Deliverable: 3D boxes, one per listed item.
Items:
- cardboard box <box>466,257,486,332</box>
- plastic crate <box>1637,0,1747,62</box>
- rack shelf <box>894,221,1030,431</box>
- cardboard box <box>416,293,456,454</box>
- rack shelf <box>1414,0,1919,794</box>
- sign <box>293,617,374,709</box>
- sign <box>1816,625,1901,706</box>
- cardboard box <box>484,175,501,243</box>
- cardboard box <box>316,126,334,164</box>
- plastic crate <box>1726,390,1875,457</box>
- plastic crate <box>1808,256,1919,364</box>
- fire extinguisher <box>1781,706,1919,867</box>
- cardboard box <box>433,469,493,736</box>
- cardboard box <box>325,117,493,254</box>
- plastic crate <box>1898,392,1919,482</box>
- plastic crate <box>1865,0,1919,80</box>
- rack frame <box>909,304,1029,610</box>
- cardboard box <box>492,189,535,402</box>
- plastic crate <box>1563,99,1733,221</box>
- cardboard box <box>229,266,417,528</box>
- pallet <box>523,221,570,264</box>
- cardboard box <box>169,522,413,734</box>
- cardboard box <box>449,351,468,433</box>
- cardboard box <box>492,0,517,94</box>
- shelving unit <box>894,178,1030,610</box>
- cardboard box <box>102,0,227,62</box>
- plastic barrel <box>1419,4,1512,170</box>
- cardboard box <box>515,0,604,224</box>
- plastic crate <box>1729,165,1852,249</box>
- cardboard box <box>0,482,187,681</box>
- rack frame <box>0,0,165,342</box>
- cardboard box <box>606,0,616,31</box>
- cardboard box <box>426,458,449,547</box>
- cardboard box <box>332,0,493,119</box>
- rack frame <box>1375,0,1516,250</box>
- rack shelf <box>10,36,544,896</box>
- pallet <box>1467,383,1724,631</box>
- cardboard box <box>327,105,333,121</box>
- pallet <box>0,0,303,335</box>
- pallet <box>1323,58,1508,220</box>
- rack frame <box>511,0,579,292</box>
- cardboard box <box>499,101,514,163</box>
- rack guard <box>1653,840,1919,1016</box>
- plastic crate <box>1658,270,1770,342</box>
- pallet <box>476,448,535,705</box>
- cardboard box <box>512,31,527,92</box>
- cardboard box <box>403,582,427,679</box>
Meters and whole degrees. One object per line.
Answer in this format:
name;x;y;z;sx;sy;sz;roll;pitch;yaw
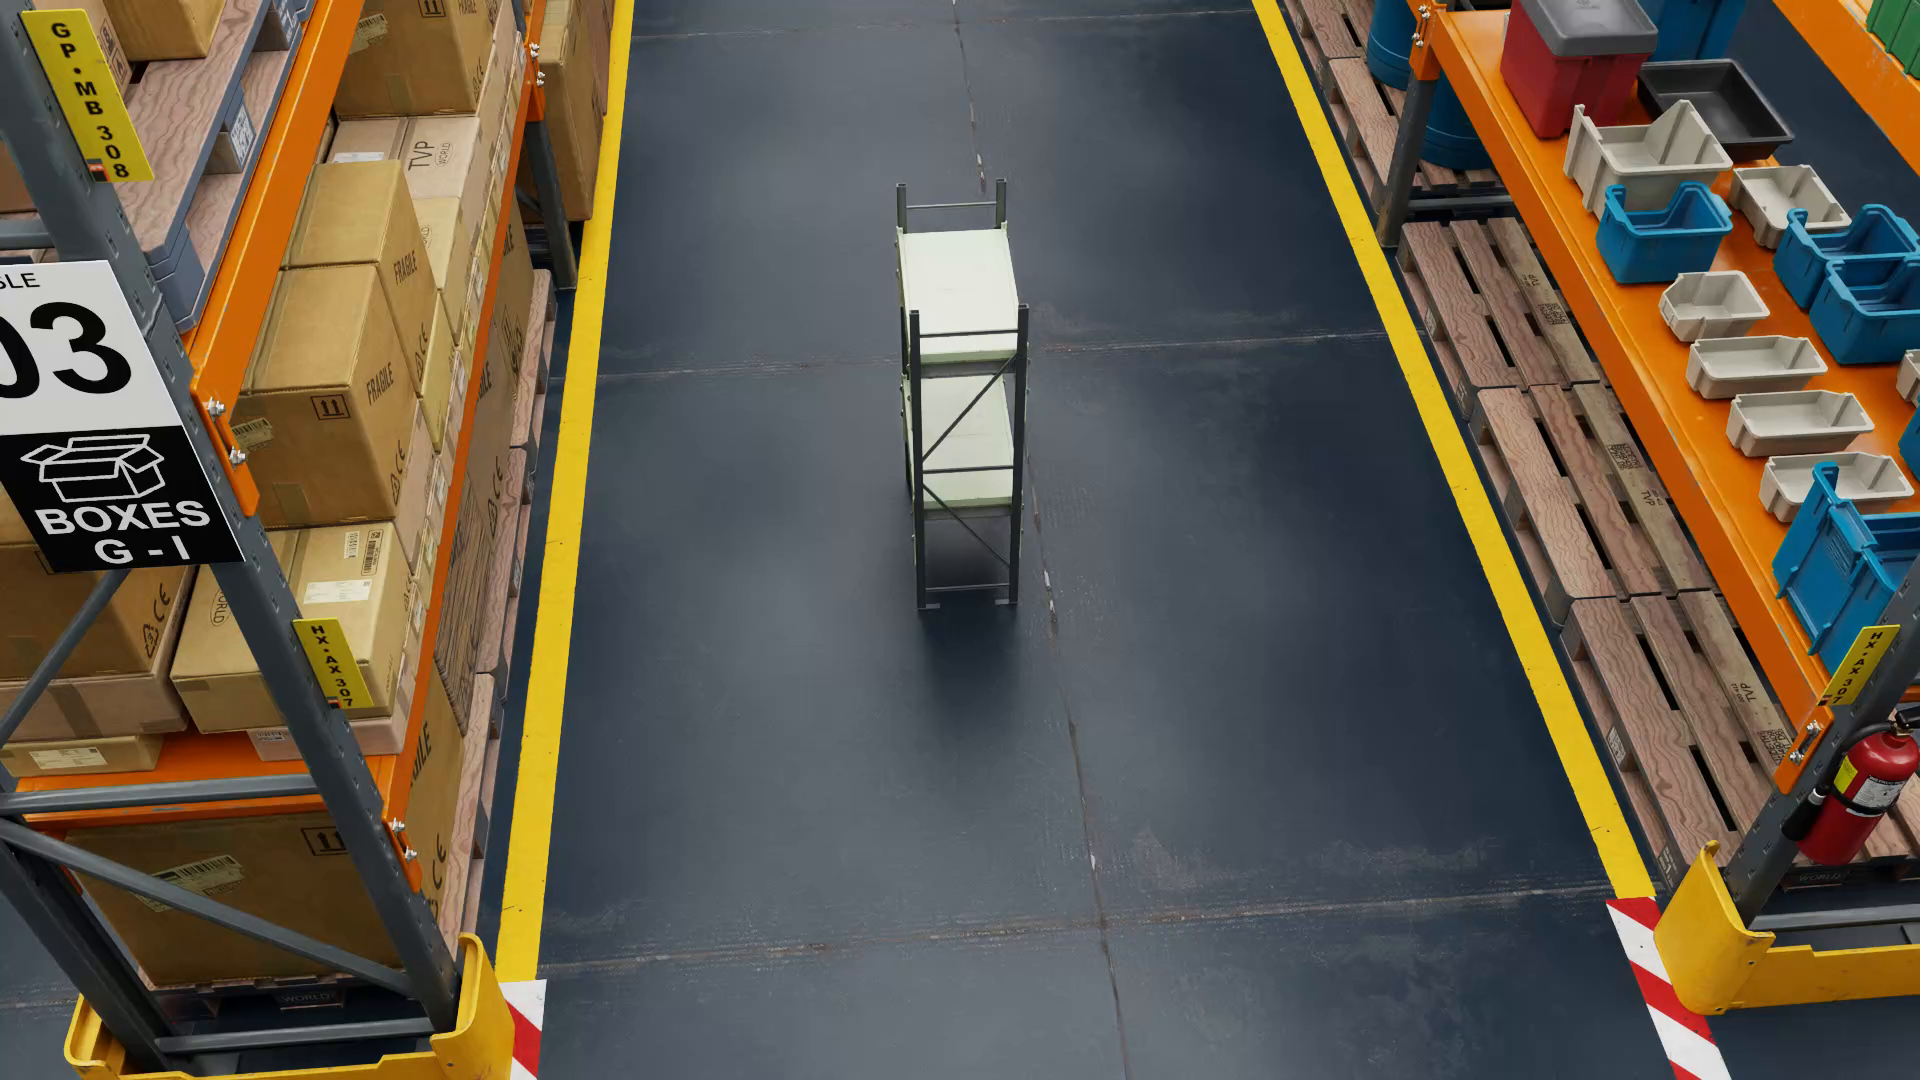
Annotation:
cardboard box;-1.873;-0.847;5.795;0.380;0.149;0.250;-3;47;-3
plastic crate;2.961;-2.247;6.918;0.392;0.384;0.575;-3;47;-3
rack shelf;-0.001;-0.789;6.063;0.431;0.370;0.720;-3;47;-3
cardboard box;-1.878;-0.508;5.200;0.500;0.250;0.500;-5;47;-5
rack shelf;2.750;-0.854;6.125;1.077;0.370;4.000;-3;47;-3
sign;-1.465;0.292;3.893;0.100;0.325;0.005;-3;47;-3
sign;2.370;0.334;4.392;0.100;0.325;0.005;-3;47;-3
cardboard box;-1.915;-1.216;6.145;0.380;0.149;0.250;-3;47;-3
cardboard box;-2.489;-1.208;5.863;0.500;0.250;0.500;-2;47;-2
plastic crate;2.659;-0.374;5.315;0.396;0.136;0.243;-3;47;-3
plastic crate;3.114;-0.769;5.623;0.416;0.233;0.300;-3;47;-3
fire extinguisher;2.477;0.637;4.527;0.296;0.674;0.183;-3;47;-3
cardboard box;-2.228;0.116;5.885;0.875;0.875;0.875;-3;47;-3
cardboard box;-1.966;-1.251;5.904;0.500;0.250;0.500;-3;47;-2
plastic crate;3.169;-0.293;5.172;0.416;0.233;0.300;-3;47;-3
plastic crate;2.550;-1.310;4.141;0.450;0.188;0.336;-3;47;-3
rack frame;0.030;-0.256;6.096;0.400;1.500;0.023;-3;47;-3
cardboard box;-2.378;-1.179;7.111;0.875;0.875;0.875;-3;47;-3
plastic crate;2.527;-1.413;6.199;0.437;0.282;0.530;-3;47;-3
cardboard box;-1.831;-0.388;4.570;0.500;0.500;0.500;-5;47;-4
pallet;-2.493;-1.843;8.486;1.003;0.211;1.213;-3;47;-3
cardboard box;-1.790;0.232;4.499;0.500;0.250;0.500;-5;47;-4
cardboard box;-1.829;-0.474;5.443;0.380;0.149;0.250;-4;47;-4
cardboard box;-2.055;-1.995;6.608;0.500;0.250;0.500;-4;47;-4
shelving unit;-0.001;-0.521;6.347;0.431;1.500;0.755;-3;47;-3
cardboard box;-2.042;-1.386;3.640;0.700;0.500;0.500;-5;47;-5
plastic barrel;2.554;-2.366;8.218;0.600;0.901;0.708;-3;47;-3
cardboard box;-2.427;-2.123;8.006;1.225;0.875;0.875;-3;47;-3
plastic crate;3.028;-1.237;6.132;0.293;0.136;0.466;-3;47;-3
cardboard box;-2.321;0.001;4.201;0.500;0.500;0.500;-3;47;-3
rack frame;-2.018;-1.417;2.030;1.000;3.000;0.127;-3;47;-3
cardboard box;-2.584;-3.410;9.224;1.225;0.875;0.875;-3;47;-3
cardboard box;-1.787;-0.104;5.092;0.380;0.149;0.250;-4;47;-4
cardboard box;-2.011;-1.877;5.980;0.500;0.500;0.500;-3;47;-3
rack frame;2.582;-2.549;7.234;1.000;3.000;0.127;-3;47;-3
rack shelf;-2.186;-0.553;5.840;1.077;0.370;4.000;-3;47;-3
pallet;2.788;-0.175;6.907;1.003;0.211;1.213;-3;47;-3
cardboard box;-2.534;-1.837;5.943;0.500;0.500;0.500;-3;47;-3
pallet;-2.091;-0.891;3.659;1.003;0.211;1.213;-3;47;-3
pallet;2.559;-2.151;8.778;1.003;0.211;1.213;-3;47;-3
rack frame;-2.353;-2.248;6.949;1.000;3.000;0.127;-3;47;-3
cardboard box;-1.958;-1.589;6.498;0.380;0.149;0.250;-4;47;-4
rack guard;2.932;1.221;5.385;1.175;0.500;0.348;-3;47;-3
plastic crate;2.568;-0.787;5.706;0.298;0.136;0.250;-3;47;-3
pallet;-2.262;0.151;6.598;1.003;0.211;1.213;-3;47;-3
cardboard box;-2.001;-1.961;6.850;0.380;0.149;0.250;-3;47;-3
cardboard box;-1.742;0.270;4.738;0.380;0.149;0.250;-4;47;-4
